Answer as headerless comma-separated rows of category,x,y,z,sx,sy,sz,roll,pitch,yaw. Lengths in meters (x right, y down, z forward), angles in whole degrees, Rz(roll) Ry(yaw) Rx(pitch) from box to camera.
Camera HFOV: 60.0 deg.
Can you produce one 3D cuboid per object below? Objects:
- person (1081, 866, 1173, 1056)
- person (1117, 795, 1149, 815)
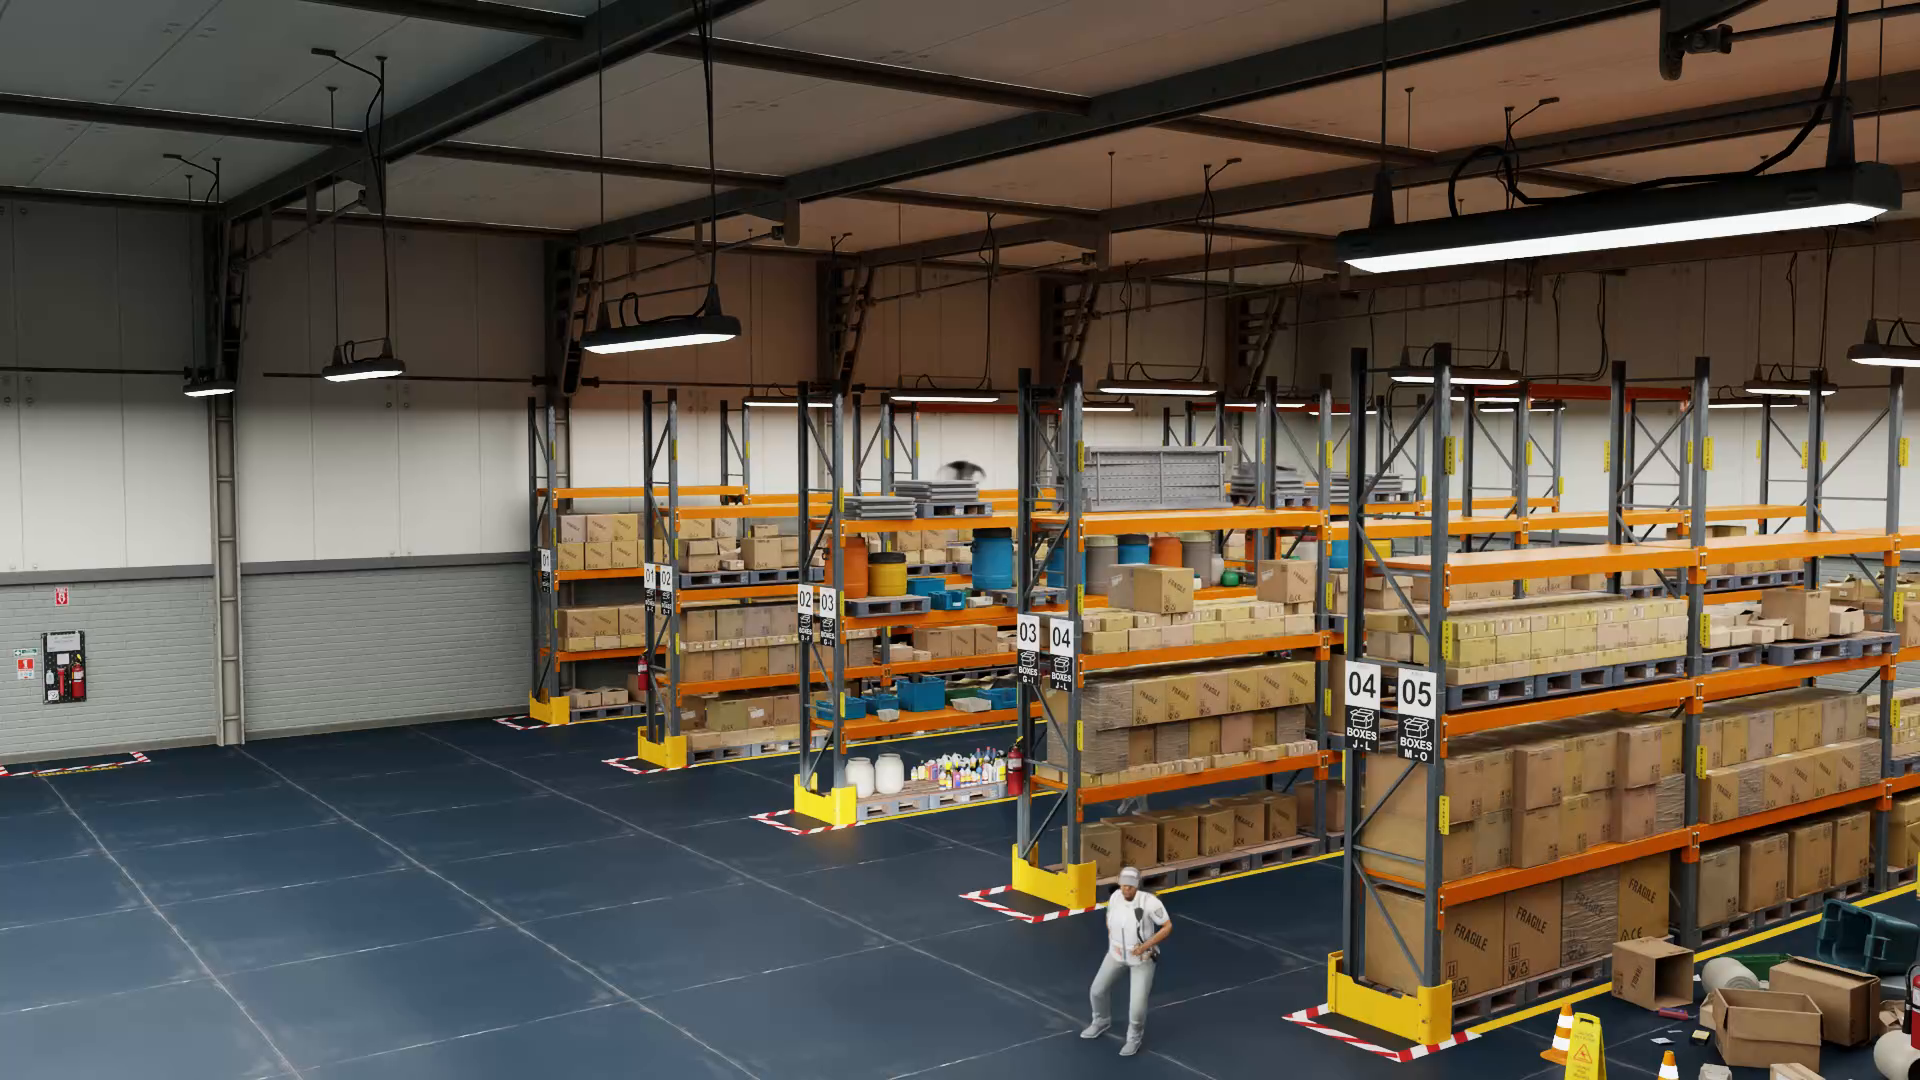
person,1.398,3.542,14.120,0.851,1.616,0.517,2,4,28
person,2.283,3.033,22.735,0.910,1.547,0.602,-3,5,-42
